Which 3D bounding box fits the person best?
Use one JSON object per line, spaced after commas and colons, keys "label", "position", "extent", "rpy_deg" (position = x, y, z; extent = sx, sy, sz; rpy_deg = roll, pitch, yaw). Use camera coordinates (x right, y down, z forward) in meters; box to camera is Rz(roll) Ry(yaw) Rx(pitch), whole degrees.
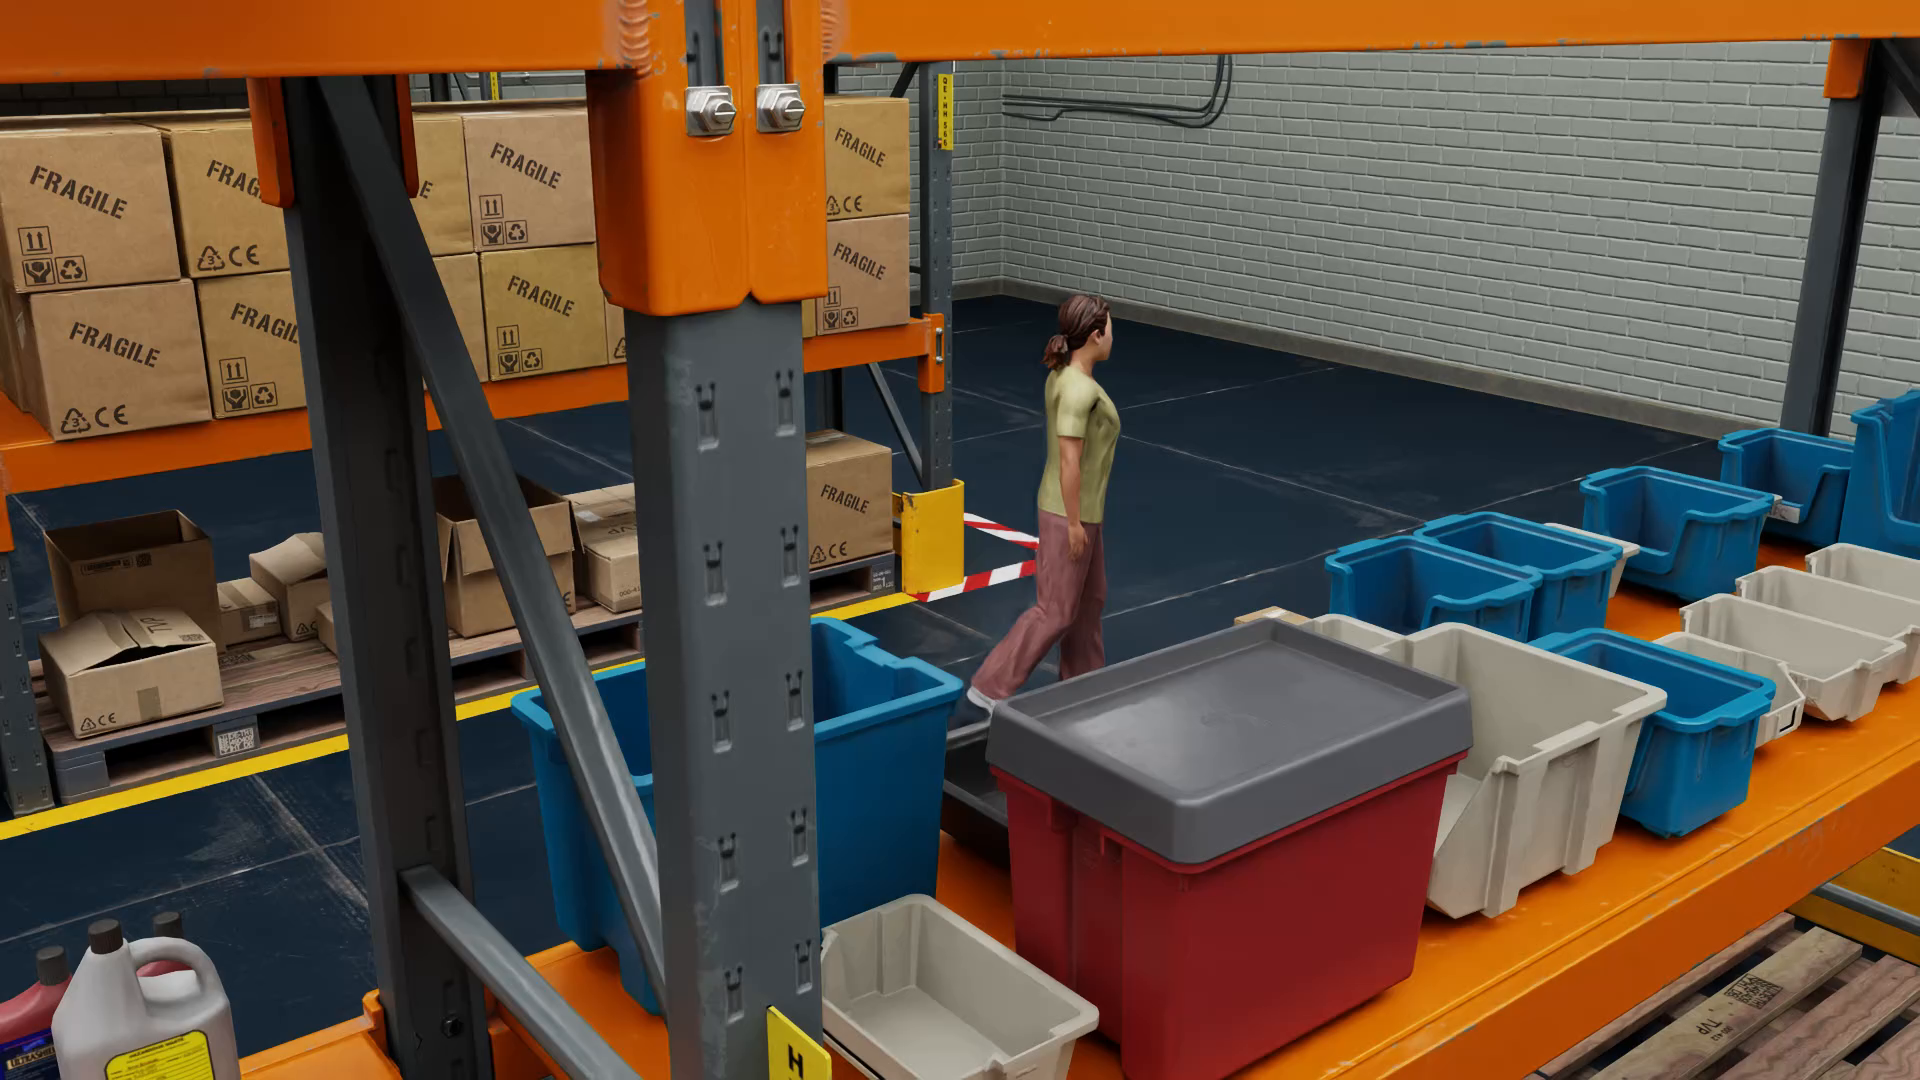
{"label": "person", "position": [0.363, -0.089, 6.321], "extent": [0.672, 1.668, 0.471], "rpy_deg": [0, 18, 1]}
